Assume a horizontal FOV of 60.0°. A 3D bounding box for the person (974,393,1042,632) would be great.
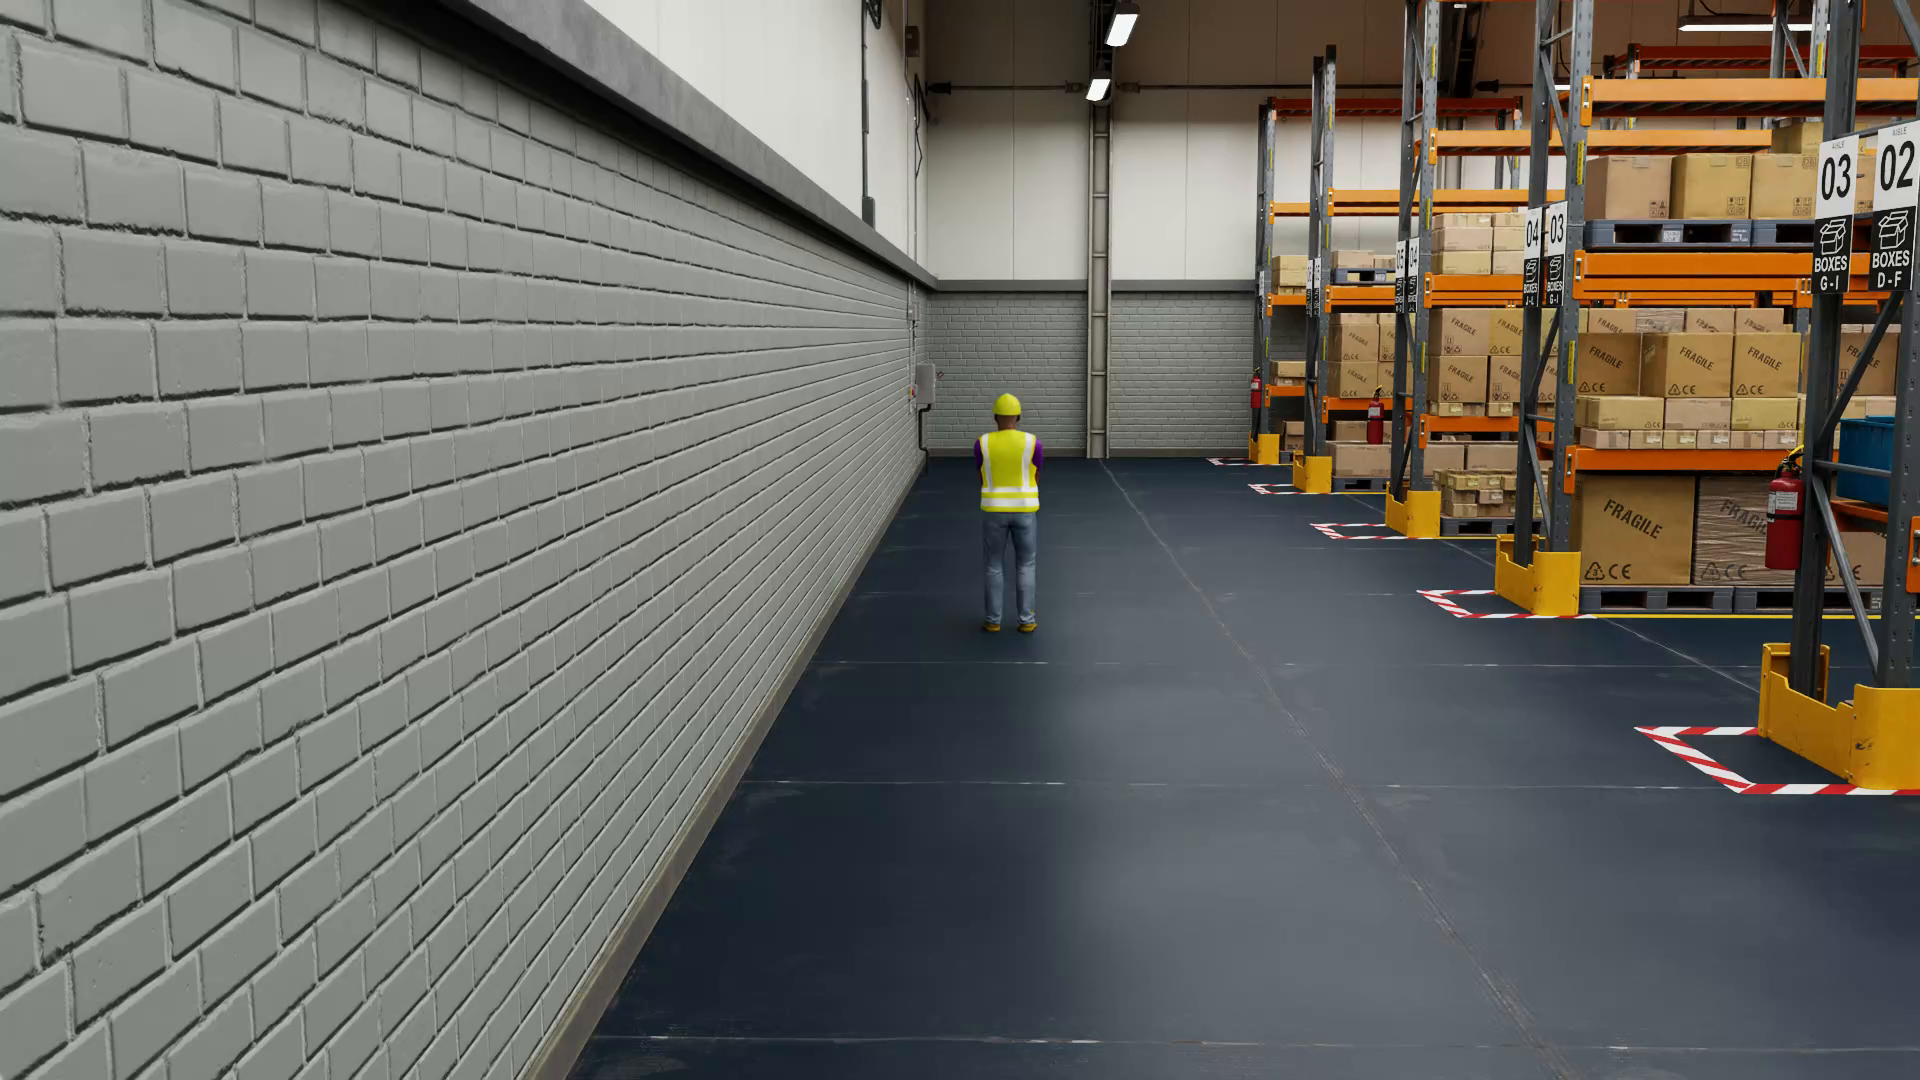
[{"bbox_3d":[0.358,-0.214,12.394,0.504,1.761,0.572,0,7,2],"label":"person"}]
